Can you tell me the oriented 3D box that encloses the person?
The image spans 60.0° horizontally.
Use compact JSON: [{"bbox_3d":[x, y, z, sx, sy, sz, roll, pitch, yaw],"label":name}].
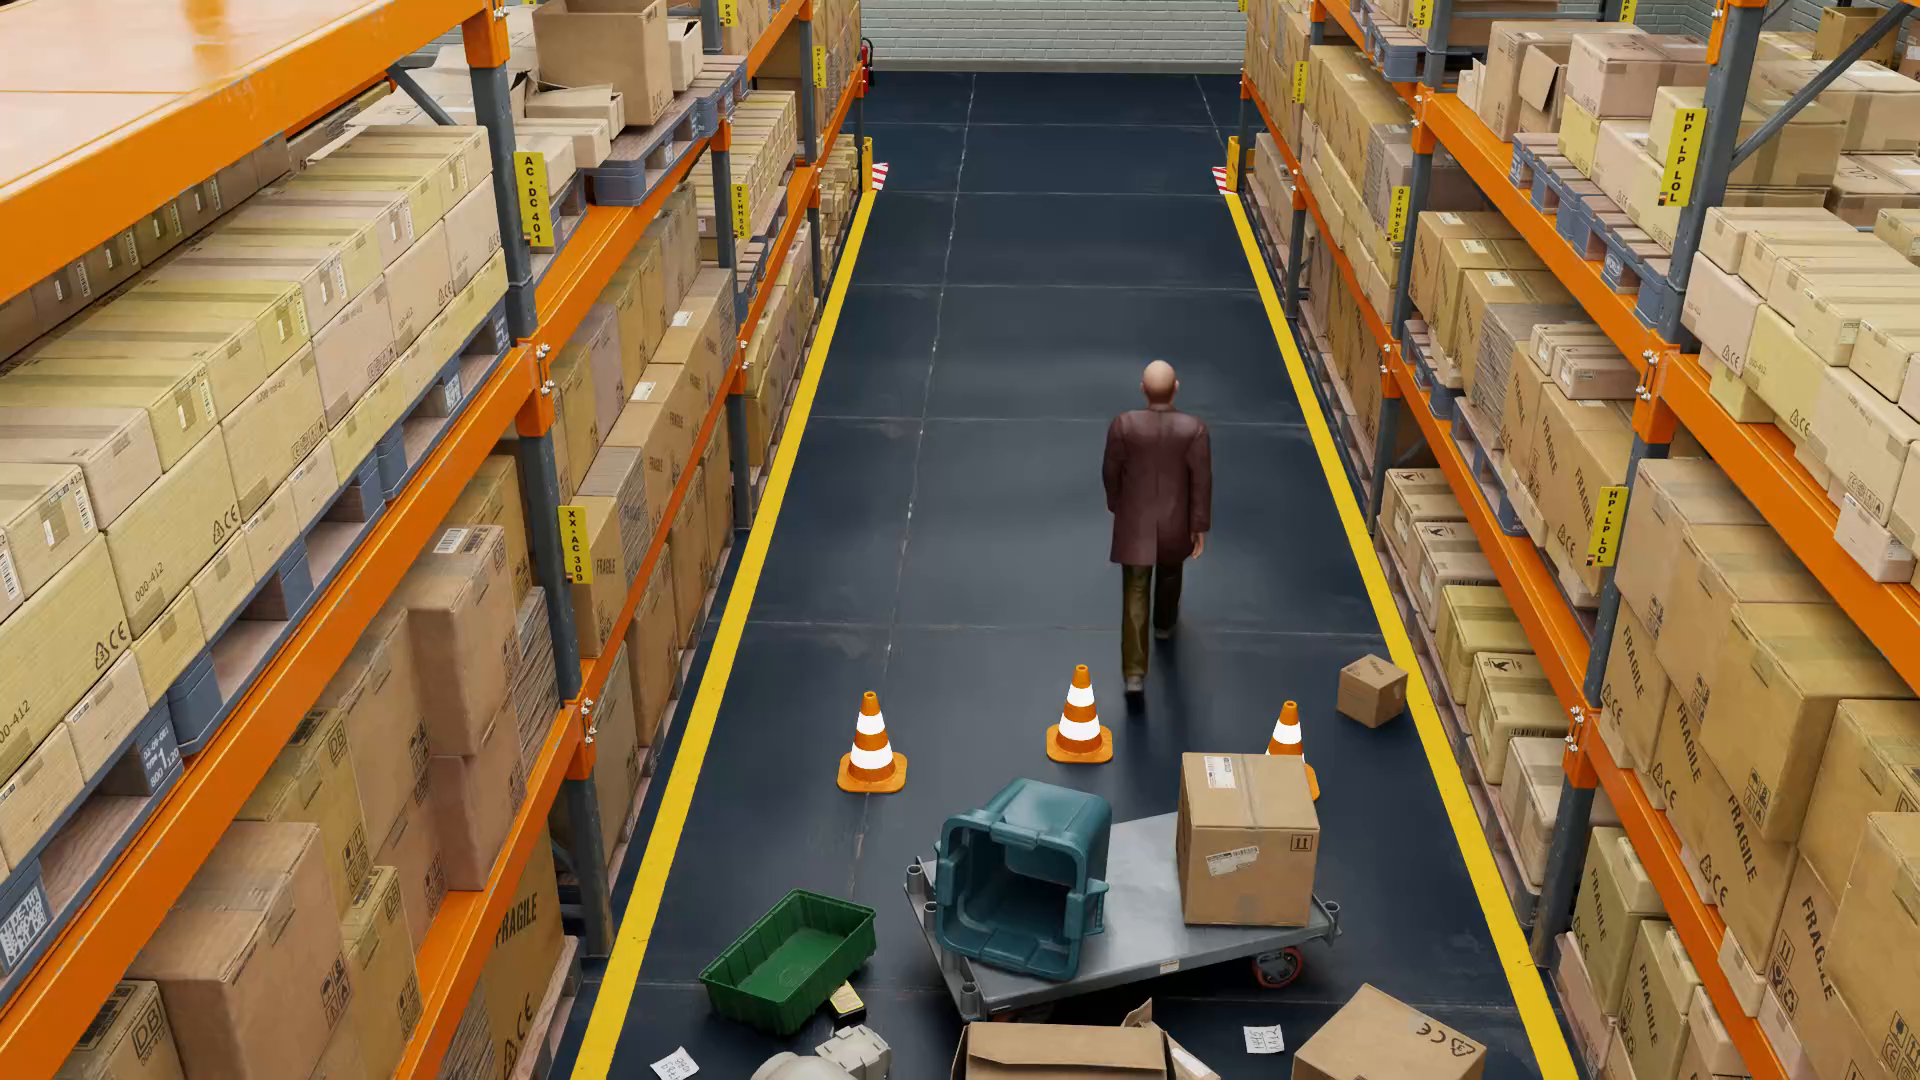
[{"bbox_3d":[1.034,-0.118,8.859,0.576,1.736,1.105,1,28,3],"label":"person"}]
